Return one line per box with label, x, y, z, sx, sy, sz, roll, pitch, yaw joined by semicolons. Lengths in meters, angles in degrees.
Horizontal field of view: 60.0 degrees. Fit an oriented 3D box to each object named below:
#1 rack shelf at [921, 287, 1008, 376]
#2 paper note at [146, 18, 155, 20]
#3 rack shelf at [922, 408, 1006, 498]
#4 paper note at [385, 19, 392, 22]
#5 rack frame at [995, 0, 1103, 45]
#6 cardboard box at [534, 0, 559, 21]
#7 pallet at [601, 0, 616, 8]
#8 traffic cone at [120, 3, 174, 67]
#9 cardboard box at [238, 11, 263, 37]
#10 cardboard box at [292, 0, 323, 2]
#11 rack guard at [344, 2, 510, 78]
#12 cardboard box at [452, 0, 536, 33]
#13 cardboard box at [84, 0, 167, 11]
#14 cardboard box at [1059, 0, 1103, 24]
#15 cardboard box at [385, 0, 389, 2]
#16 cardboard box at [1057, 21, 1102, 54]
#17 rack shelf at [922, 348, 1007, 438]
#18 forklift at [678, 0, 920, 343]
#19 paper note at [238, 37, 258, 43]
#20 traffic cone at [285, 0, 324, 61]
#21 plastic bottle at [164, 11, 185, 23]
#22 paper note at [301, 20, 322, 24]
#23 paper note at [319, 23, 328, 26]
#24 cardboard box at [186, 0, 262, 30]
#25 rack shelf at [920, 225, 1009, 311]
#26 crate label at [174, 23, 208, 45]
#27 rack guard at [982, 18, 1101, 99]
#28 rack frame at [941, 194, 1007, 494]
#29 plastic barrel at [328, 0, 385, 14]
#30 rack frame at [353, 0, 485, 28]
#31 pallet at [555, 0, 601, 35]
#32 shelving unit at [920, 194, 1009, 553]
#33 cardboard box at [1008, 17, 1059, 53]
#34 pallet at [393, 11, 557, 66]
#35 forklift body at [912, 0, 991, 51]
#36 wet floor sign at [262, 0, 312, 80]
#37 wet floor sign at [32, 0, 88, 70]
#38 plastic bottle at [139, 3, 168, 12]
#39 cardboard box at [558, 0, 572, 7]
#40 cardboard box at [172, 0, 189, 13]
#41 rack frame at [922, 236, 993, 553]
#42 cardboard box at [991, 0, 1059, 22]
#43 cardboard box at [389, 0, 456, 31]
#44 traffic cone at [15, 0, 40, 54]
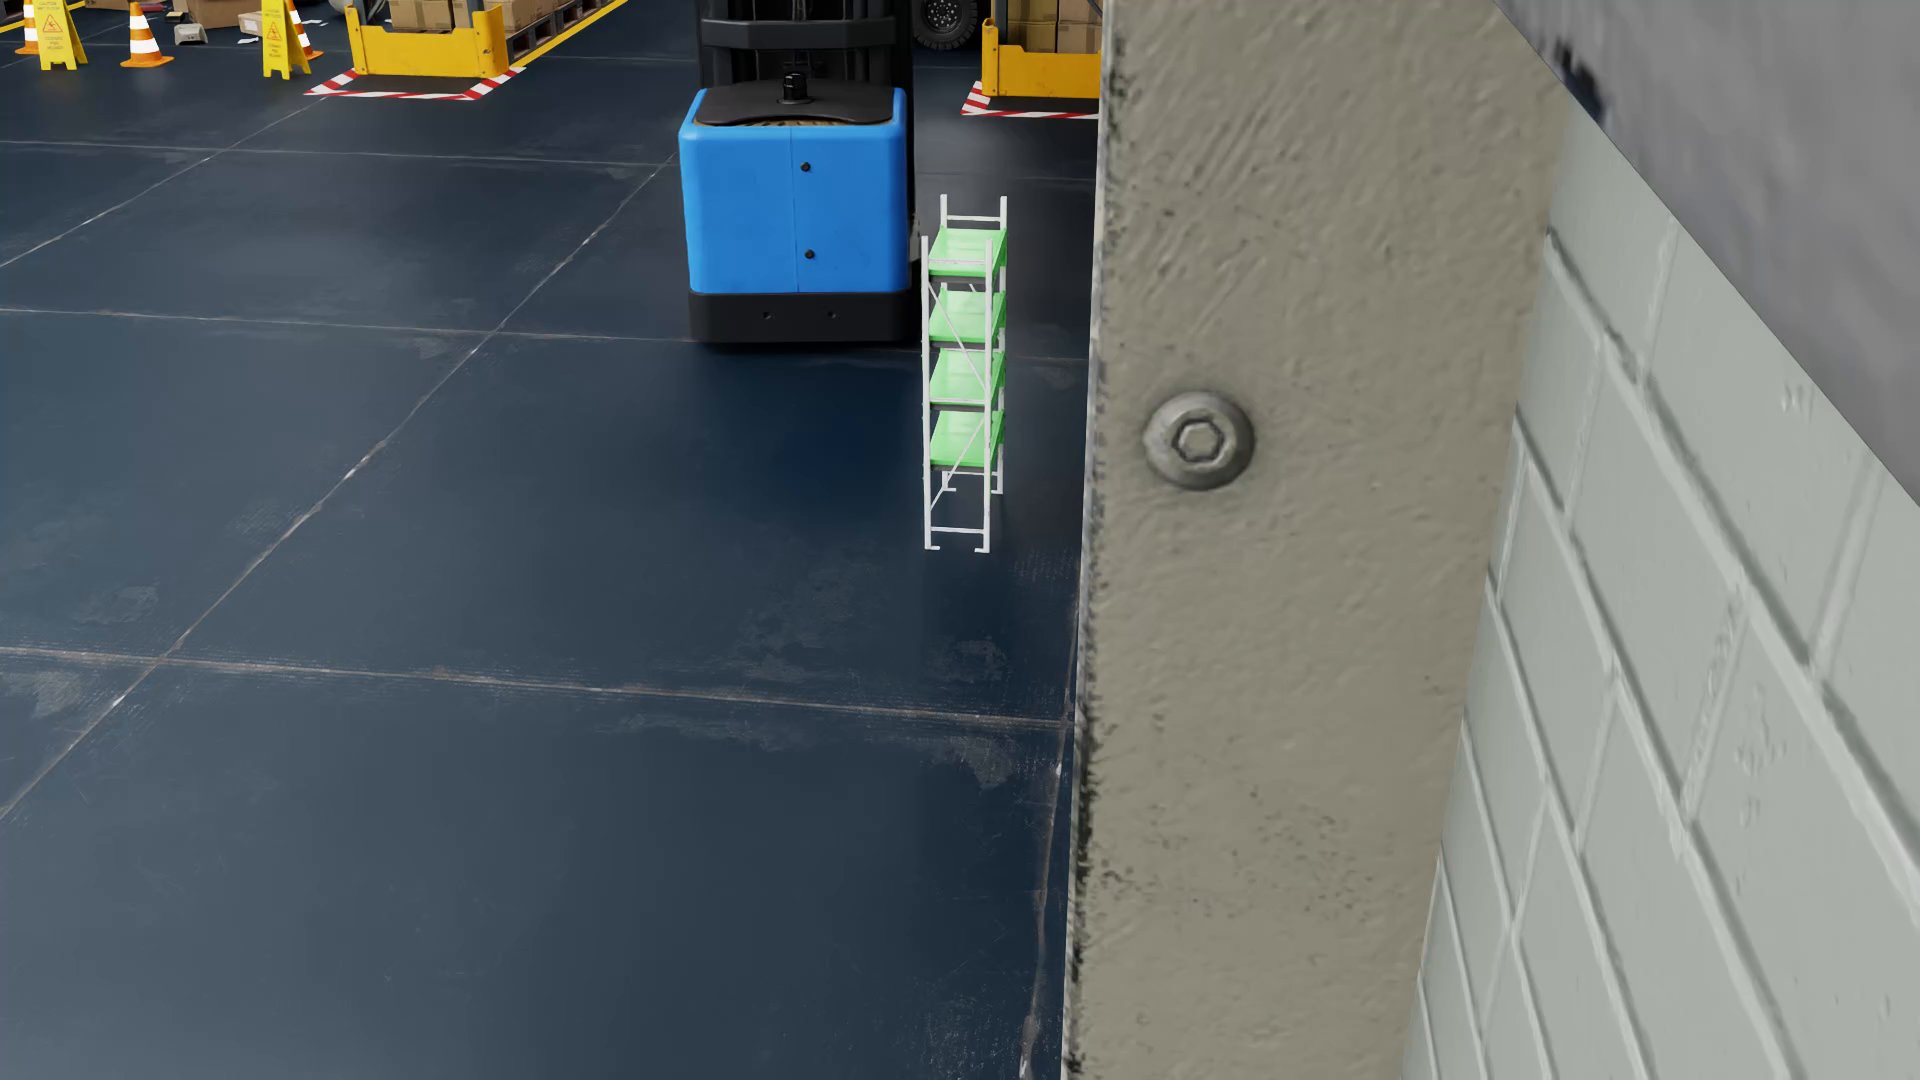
rack shelf;0.020;-0.761;6.027;0.258;0.148;0.480;3;28;6
paper note;-7.258;-4.677;14.921;0.032;0.001;0.123;20;34;32
rack shelf;0.020;-0.339;6.254;0.258;0.148;0.480;3;28;6
paper note;-5.058;-4.639;14.829;0.142;0.019;0.148;-6;29;-11
rack frame;0.761;-4.694;11.801;1.000;3.000;0.127;3;28;6
cardboard box;-3.723;-4.559;14.006;0.500;0.250;0.500;4;29;8
pallet;-3.723;-5.318;15.899;1.003;0.211;1.213;3;28;6
traffic cone;-6.537;-4.046;13.272;0.336;0.463;0.334;3;28;6
cardboard box;-6.010;-4.460;14.371;0.380;0.149;0.250;20;34;32
cardboard box;-6.357;-5.356;15.518;0.797;0.637;0.503;3;28;6
rack guard;-4.157;-3.916;12.992;1.175;0.500;0.348;3;28;6
cardboard box;-3.793;-4.319;13.560;0.500;0.250;0.500;3;28;6
cardboard box;-7.773;-5.214;15.399;0.500;0.500;0.500;8;29;15
cardboard box;1.024;-4.098;12.623;0.500;0.250;0.500;4;29;7
cardboard box;-5.158;-5.339;15.631;0.500;0.500;0.500;-24;36;-37
cardboard box;1.015;-3.888;12.761;0.500;0.250;0.500;3;29;6
rack shelf;0.020;-0.550;6.140;0.258;0.148;0.480;3;28;6
forklift;-0.785;-2.876;8.497;1.130;2.935;3.031;-1;28;-1
paper note;-6.026;-4.234;14.078;0.148;0.019;0.142;-6;29;-11
traffic cone;-5.394;-4.141;13.449;0.336;0.463;0.334;3;28;6
plastic bottle;-7.019;-4.683;14.877;0.133;0.061;0.283;-6;29;-11
paper note;-5.773;-4.620;14.806;0.148;0.019;0.142;14;31;24
paper note;-5.625;-4.563;14.708;0.032;0.001;0.123;3;28;6
cardboard box;-6.463;-4.856;14.733;0.797;0.503;0.637;-17;33;-29
rack shelf;0.020;-0.972;5.913;0.258;0.148;0.480;3;28;6
crate label;-6.502;-4.276;14.043;0.250;0.136;0.298;-11;30;-20
rack guard;0.758;-3.582;12.373;1.175;0.500;0.348;3;28;6
rack frame;0.050;-0.721;6.323;0.240;1.200;0.015;3;28;6
plastic barrel;-5.416;-4.907;14.912;0.421;0.421;0.512;-24;36;-37
rack frame;-4.166;-4.981;12.333;1.000;3.000;0.127;3;28;6
pallet;-3.870;-4.742;14.830;1.003;0.211;1.213;3;28;6
shelving unit;0.020;-0.606;6.110;0.258;1.200;0.503;3;28;6
cardboard box;0.505;-3.908;12.798;0.500;0.250;0.500;4;29;7
pallet;-4.022;-4.169;13.767;1.003;0.211;1.213;3;28;6
forklift body;-0.818;-5.319;13.856;2.313;2.155;1.214;3;28;6
wet floor sign;-5.251;-3.917;12.841;0.267;0.644;0.232;14;31;24
wet floor sign;-7.130;-4.056;13.098;0.267;0.644;0.232;-1;28;-3
plastic bottle;-7.409;-4.880;15.244;0.283;0.061;0.133;-6;29;-11
cardboard box;-3.668;-4.816;14.484;0.500;0.250;0.500;5;29;10
cardboard box;-6.984;-4.984;15.221;0.396;0.266;0.258;8;29;15
rack frame;-0.010;-0.491;5.897;0.240;1.200;0.015;3;28;6
cardboard box;0.510;-4.136;12.694;0.500;0.250;0.500;3;28;6
cardboard box;-4.331;-4.363;13.642;0.500;0.250;0.500;3;28;6
traffic cone;-7.617;-4.272;13.691;0.336;0.463;0.334;3;28;6
